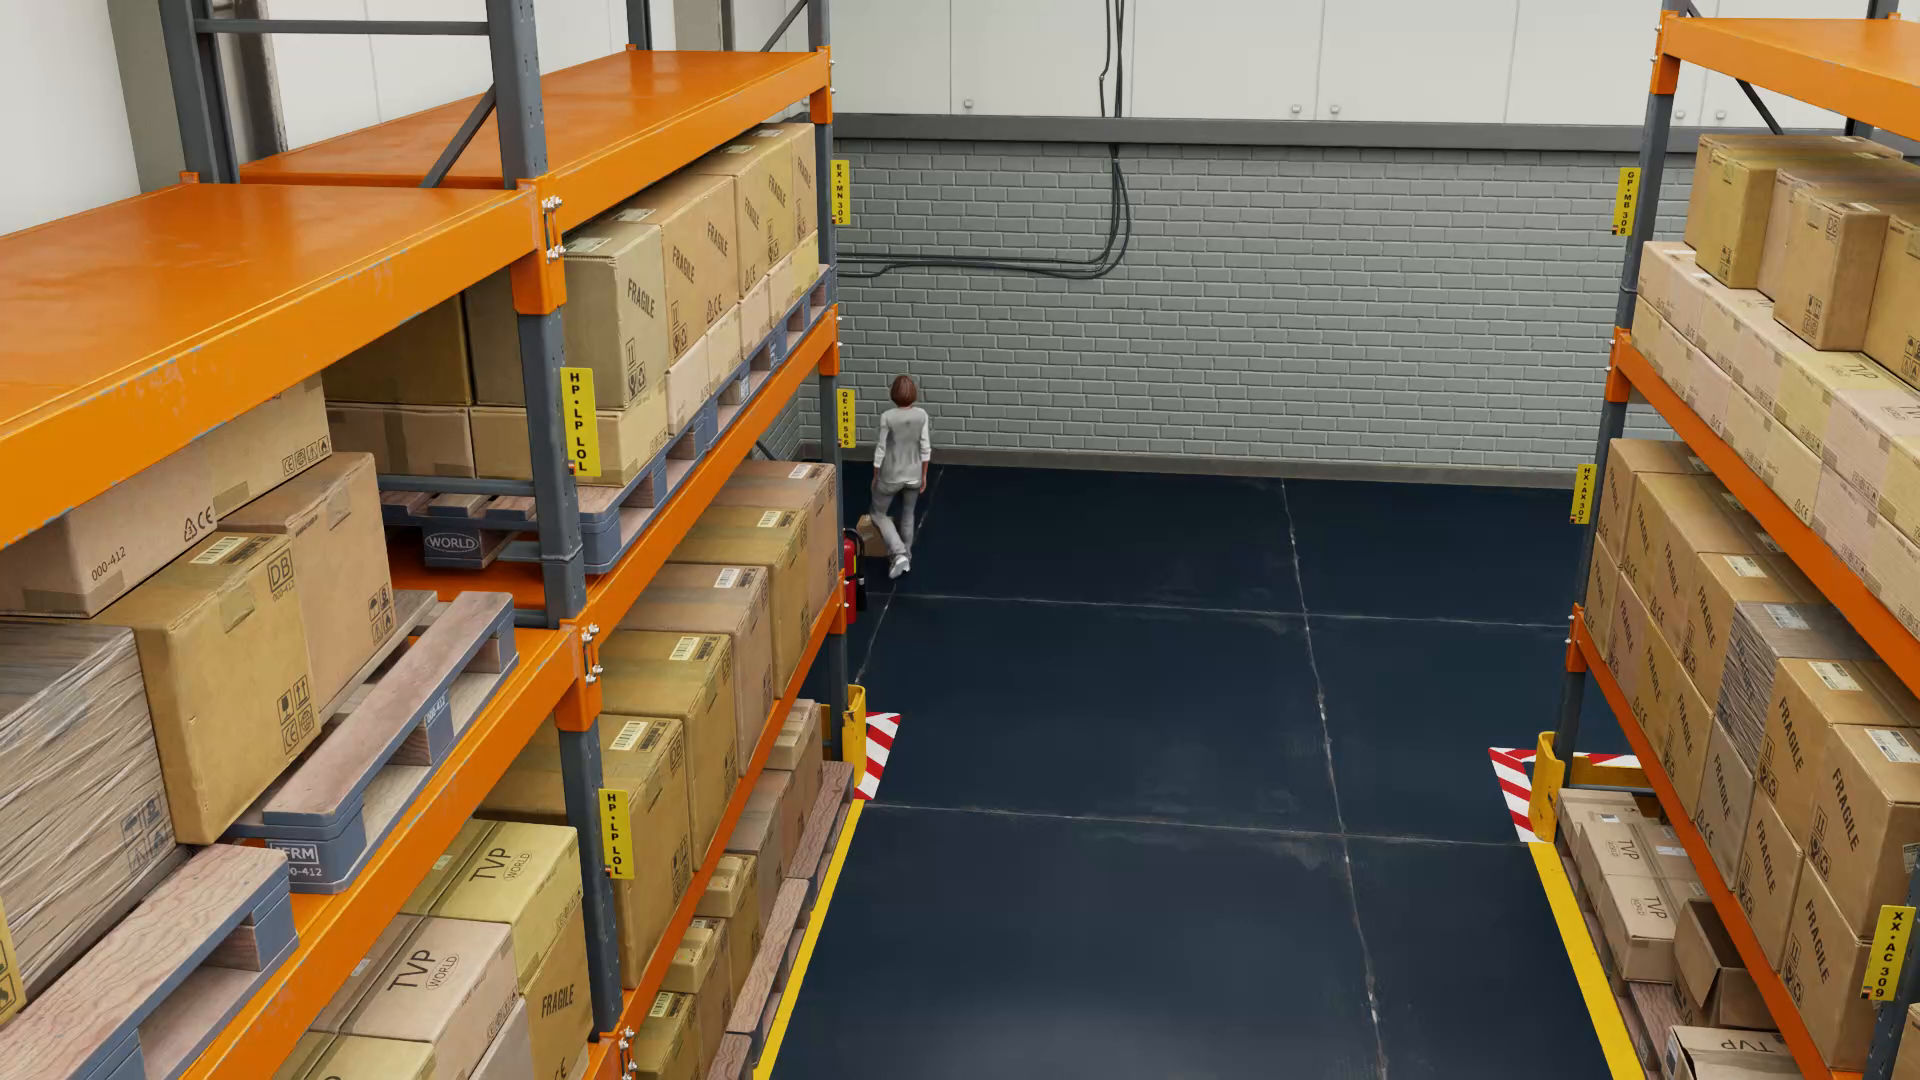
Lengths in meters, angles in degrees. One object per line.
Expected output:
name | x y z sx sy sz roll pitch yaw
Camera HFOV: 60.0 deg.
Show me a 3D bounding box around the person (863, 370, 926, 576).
person | -0.486 -0.500 12.298 0.456 1.601 0.486 -9 23 -22
